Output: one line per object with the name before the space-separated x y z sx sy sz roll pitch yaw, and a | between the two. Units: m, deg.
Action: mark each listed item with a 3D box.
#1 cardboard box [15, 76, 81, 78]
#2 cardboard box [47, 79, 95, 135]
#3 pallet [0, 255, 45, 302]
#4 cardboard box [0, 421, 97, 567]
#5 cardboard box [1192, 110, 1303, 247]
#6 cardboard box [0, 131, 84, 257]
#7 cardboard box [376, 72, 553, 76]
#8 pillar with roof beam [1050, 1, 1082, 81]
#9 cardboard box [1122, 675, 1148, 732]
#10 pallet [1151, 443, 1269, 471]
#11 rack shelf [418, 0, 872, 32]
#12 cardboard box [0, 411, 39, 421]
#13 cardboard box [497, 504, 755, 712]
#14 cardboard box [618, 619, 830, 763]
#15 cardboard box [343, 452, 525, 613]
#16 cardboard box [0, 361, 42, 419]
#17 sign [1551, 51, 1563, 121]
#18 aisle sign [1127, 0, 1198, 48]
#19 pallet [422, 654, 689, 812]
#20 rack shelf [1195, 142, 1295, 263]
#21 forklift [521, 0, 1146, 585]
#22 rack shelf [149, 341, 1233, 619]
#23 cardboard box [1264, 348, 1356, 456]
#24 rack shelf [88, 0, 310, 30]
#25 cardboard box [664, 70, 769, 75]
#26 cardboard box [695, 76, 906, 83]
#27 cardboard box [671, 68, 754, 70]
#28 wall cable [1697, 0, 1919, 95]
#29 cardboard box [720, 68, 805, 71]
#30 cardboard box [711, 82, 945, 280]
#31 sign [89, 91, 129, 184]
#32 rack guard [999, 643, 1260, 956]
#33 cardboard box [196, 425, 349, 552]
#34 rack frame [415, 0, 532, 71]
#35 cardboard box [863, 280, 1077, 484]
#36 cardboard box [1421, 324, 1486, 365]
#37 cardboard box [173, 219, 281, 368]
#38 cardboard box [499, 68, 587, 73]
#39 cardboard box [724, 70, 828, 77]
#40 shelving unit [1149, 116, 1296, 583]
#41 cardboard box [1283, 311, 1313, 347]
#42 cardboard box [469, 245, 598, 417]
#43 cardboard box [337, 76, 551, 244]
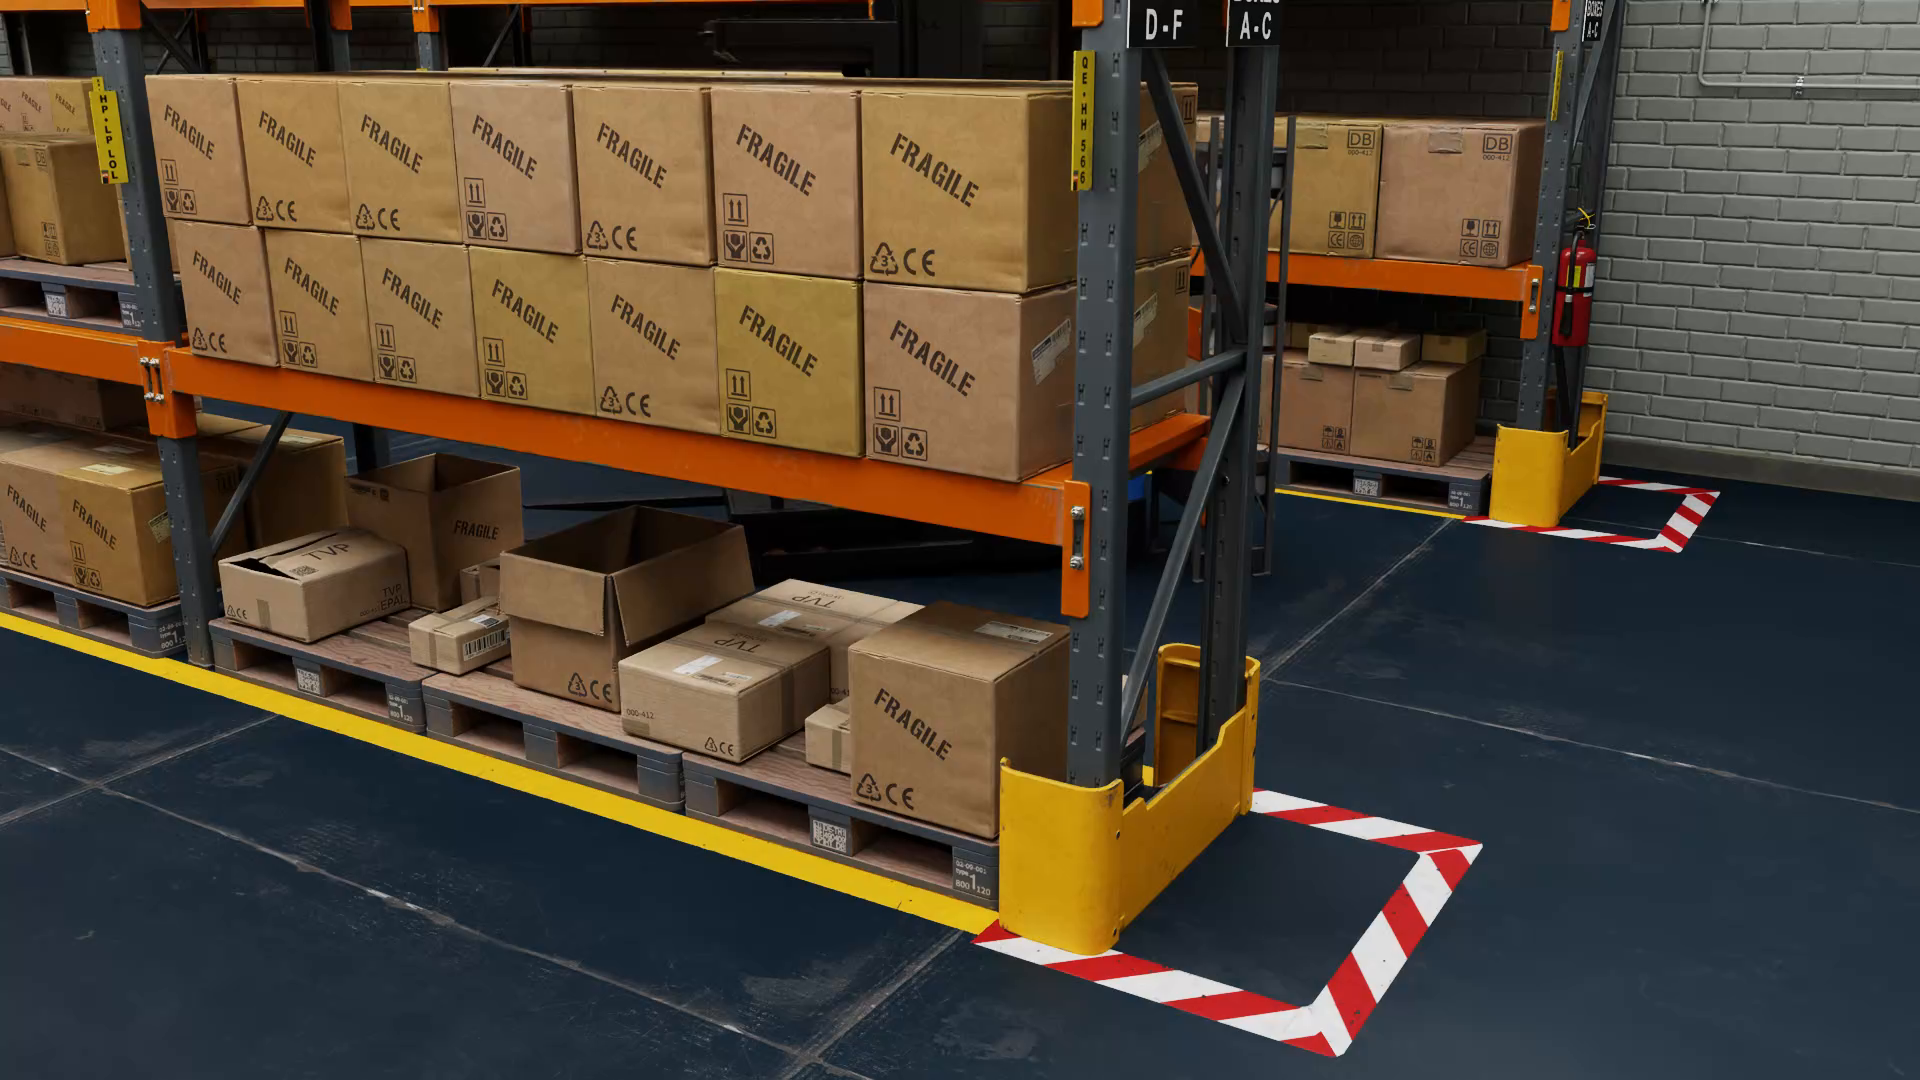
cardboard box | -8.632 -4.143 15.794 0.500 0.500 0.500 10 20 31
cardboard box | -7.597 -3.782 14.606 0.500 0.500 0.500 10 20 30
pallet | -4.554 -1.268 7.725 1.213 0.211 1.003 10 20 30
cardboard box | -4.219 -0.218 7.483 0.500 0.500 0.500 10 20 31
cardboard box | 1.483 -2.110 9.650 0.700 0.700 0.980 9 19 27
cardboard box | -4.342 -1.548 7.423 0.500 0.500 0.700 5 18 16
cardboard box | -1.800 -1.482 6.208 0.500 0.500 0.500 10 19 29
pillar with roof beam | -1.419 -4.186 6.678 0.400 9.000 9.100 10 20 30
cardboard box | 0.427 0.567 5.502 0.250 0.149 0.380 10 20 30
pallet | 1.435 -0.619 10.056 1.213 0.211 1.003 10 20 30
rack shelf | -1.920 -3.669 11.375 4.000 0.370 1.077 10 20 30
cardboard box | -4.402 -0.428 8.173 0.500 0.500 0.500 9 19 28
cardboard box | -1.201 0.222 6.027 0.637 0.503 0.797 10 20 30
cardboard box | -0.782 0.494 5.569 0.500 0.250 0.500 10 20 30
cardboard box | -2.171 -0.044 6.910 0.500 0.500 0.500 10 20 30
cardboard box | -4.369 -0.782 8.047 0.500 0.250 0.500 10 19 29
sign | 2.897 -2.200 8.064 0.005 0.325 0.100 10 20 30
aisle sign | 0.502 -1.595 4.000 0.004 0.787 0.394 10 20 30
pallet | -1.176 0.578 6.115 1.213 0.211 1.003 10 20 30
rack shelf | 1.196 -1.547 7.501 0.431 0.518 0.480 -5 18 -16
forklift | -0.671 -1.359 7.811 3.031 2.935 1.130 -3 17 -11
rack shelf | -1.100 -0.398 5.768 4.000 0.370 1.077 10 20 30
cardboard box | 2.118 -0.828 9.524 0.500 0.500 0.700 10 20 30
rack shelf | -4.509 -2.441 7.335 4.000 0.370 1.077 10 20 30
cardboard box | -1.613 -2.998 11.080 0.500 0.250 0.500 11 20 31
cardboard box | -0.509 -1.252 5.449 0.500 0.500 0.500 10 20 31
cardboard box | -1.793 -3.200 11.747 0.500 0.250 0.500 10 19 29
wall cable | 4.779 -2.191 8.685 1.851 1.984 0.084 10 20 30
cardboard box | -1.350 -3.120 11.482 0.500 0.250 0.500 9 19 28
cardboard box | -0.350 -1.040 4.753 0.500 0.500 0.500 11 20 32
sign | -3.092 -1.462 6.042 0.005 0.325 0.100 10 20 30
rack guard | 0.539 0.747 5.063 0.348 0.500 1.175 10 20 30
cardboard box | -3.089 -0.195 7.405 0.500 0.500 0.500 9 19 28
rack frame | -3.624 -2.882 12.708 0.127 3.000 1.000 10 20 30
cardboard box | 0.080 -0.486 4.649 0.500 0.500 0.500 11 20 32
cardboard box | 2.756 -1.093 9.280 0.250 0.149 0.380 10 20 30
cardboard box | -2.513 -0.949 6.173 0.500 0.500 0.500 11 20 31
cardboard box | -2.913 -3.226 11.833 0.500 0.250 0.500 10 19 29
cardboard box | -1.178 -2.920 10.825 0.500 0.250 0.500 11 20 31
shelving unit | 1.196 -0.891 7.701 0.431 2.100 0.503 -5 18 -16
cardboard box | 1.893 -1.246 9.785 0.250 0.149 0.380 10 20 31
cardboard box | -1.216 -0.718 5.413 0.500 0.500 0.500 10 19 29
cardboard box | -1.673 -1.274 5.523 0.500 0.500 0.500 9 19 28
